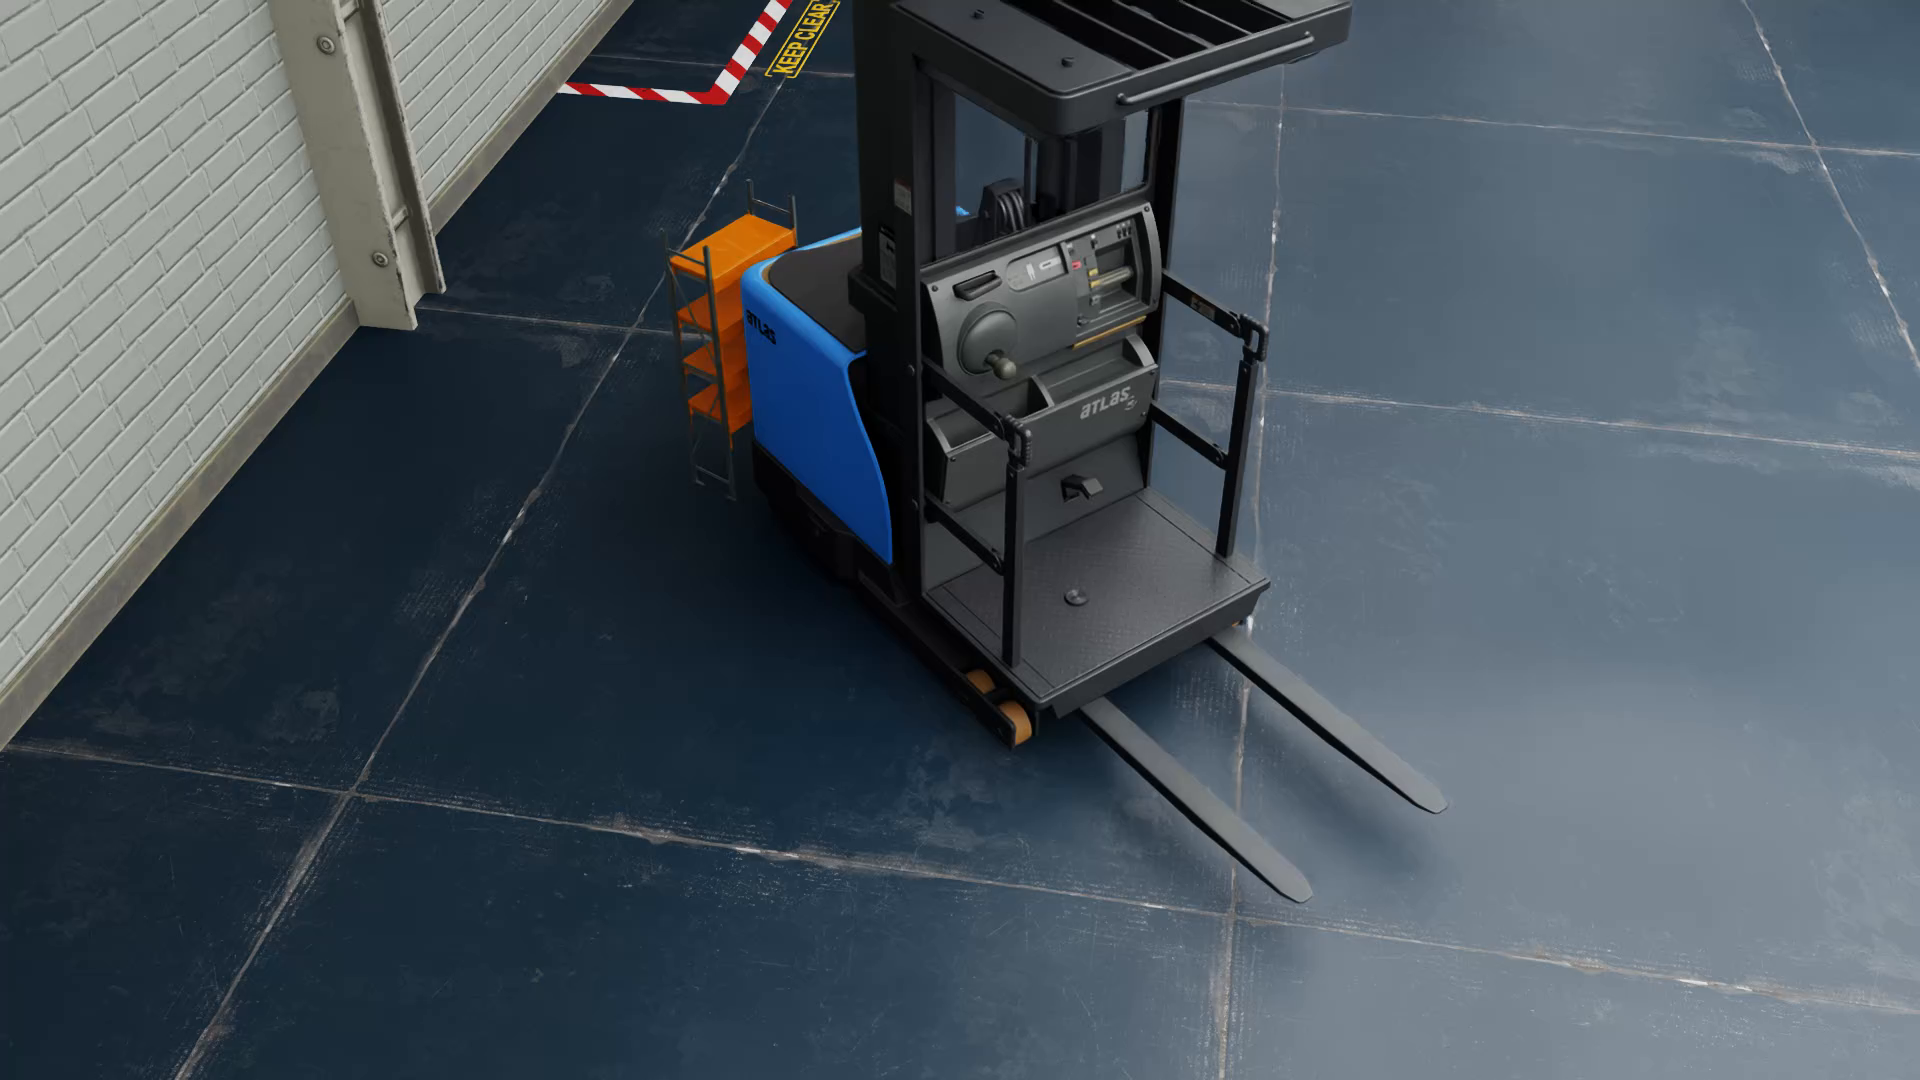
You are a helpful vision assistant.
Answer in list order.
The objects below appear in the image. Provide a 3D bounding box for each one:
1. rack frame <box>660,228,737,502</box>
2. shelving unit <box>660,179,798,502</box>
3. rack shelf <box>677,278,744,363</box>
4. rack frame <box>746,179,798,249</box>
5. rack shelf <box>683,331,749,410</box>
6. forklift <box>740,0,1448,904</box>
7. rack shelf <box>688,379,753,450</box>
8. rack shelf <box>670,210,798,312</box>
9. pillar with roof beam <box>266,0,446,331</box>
[{"bbox_3d":[-1.034,-0.671,6.620,0.240,1.200,0.015,25,46,27],"label":"rack frame"},{"bbox_3d":[-0.891,-0.797,6.772,0.258,1.200,0.503,25,46,27],"label":"shelving unit"},{"bbox_3d":[-0.891,-0.917,6.672,0.258,0.148,0.480,25,46,27],"label":"rack shelf"},{"bbox_3d":[-0.747,-0.922,6.924,0.240,1.200,0.015,25,46,27],"label":"rack frame"},{"bbox_3d":[-0.891,-0.745,6.815,0.258,0.148,0.480,25,46,27],"label":"rack shelf"},{"bbox_3d":[0.417,-0.756,5.364,1.130,2.935,3.031,-25,46,-27],"label":"forklift"},{"bbox_3d":[-0.891,-0.592,6.941,0.258,0.148,0.480,25,46,27],"label":"rack shelf"},{"bbox_3d":[-0.891,-1.099,6.521,0.258,0.148,0.480,25,46,27],"label":"rack shelf"},{"bbox_3d":[1.504,-4.138,4.693,9.100,9.000,0.400,6,40,8],"label":"pillar with roof beam"}]
